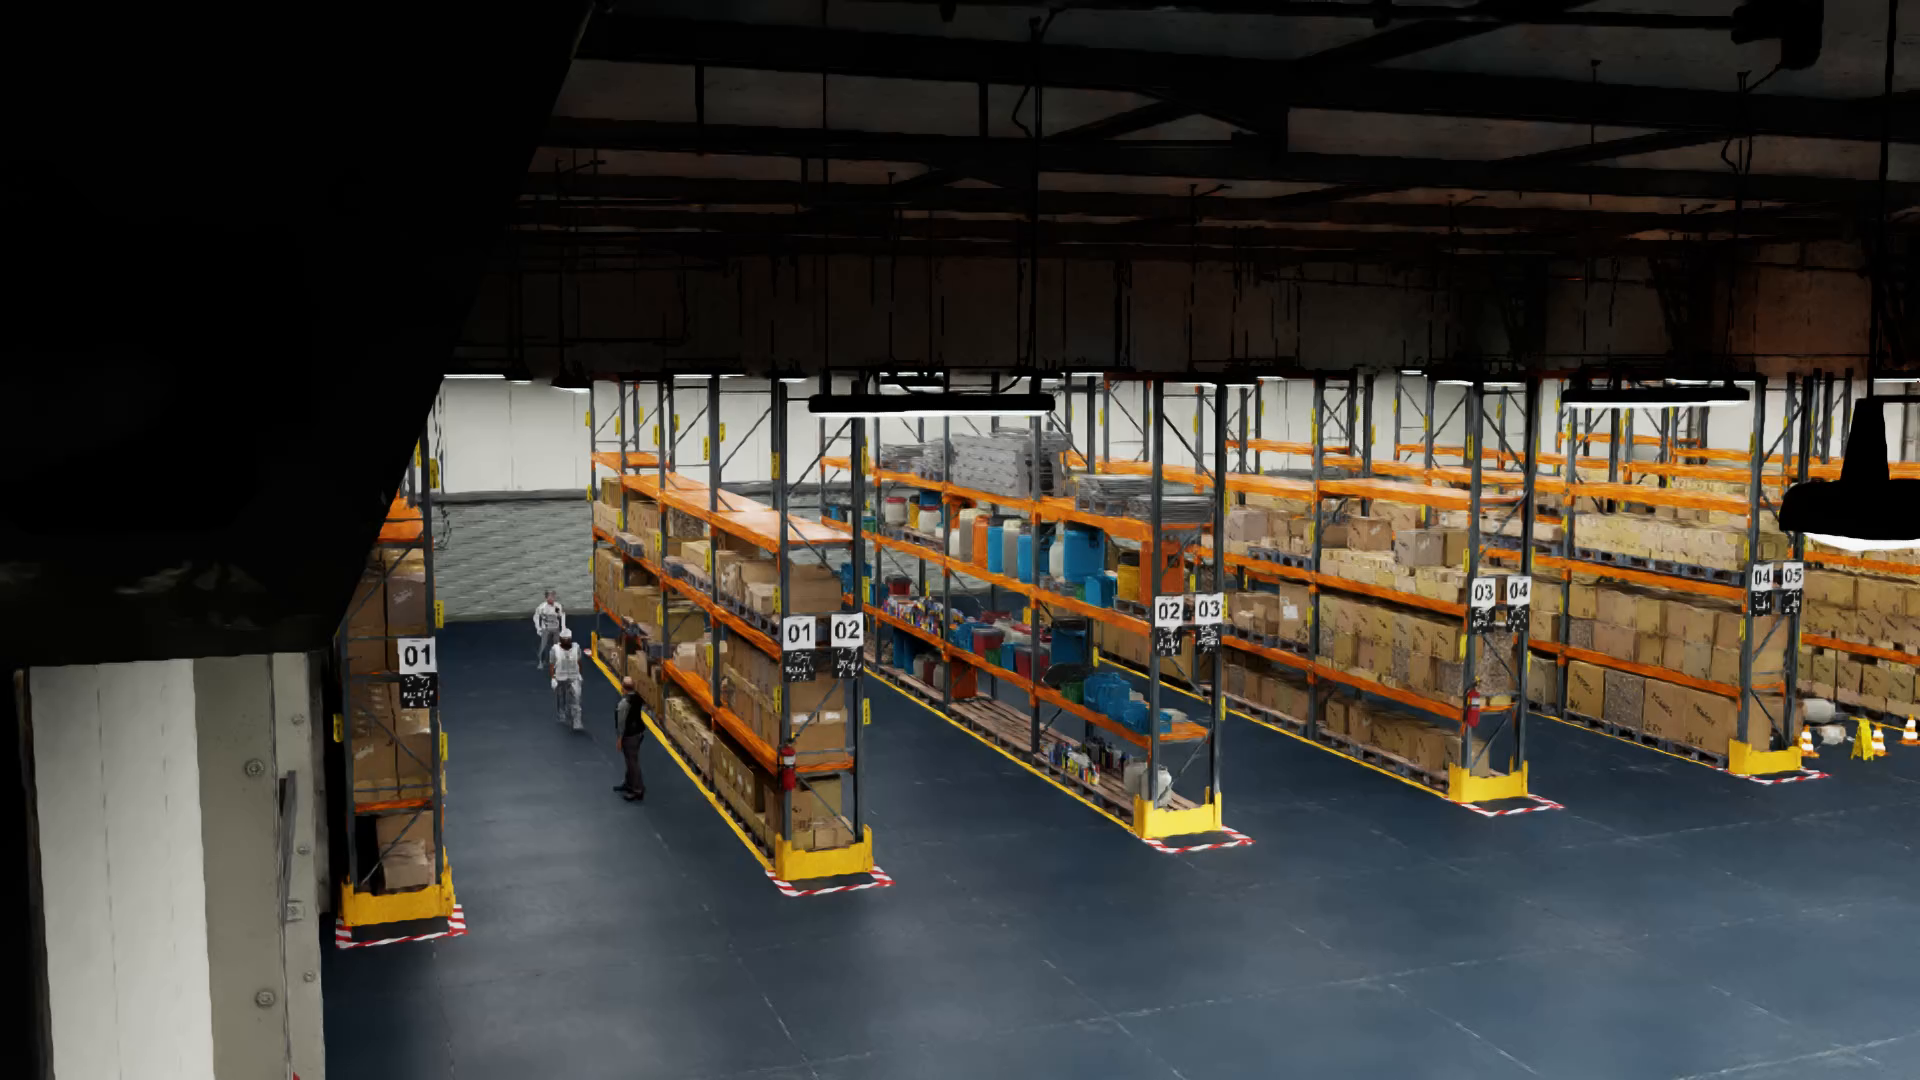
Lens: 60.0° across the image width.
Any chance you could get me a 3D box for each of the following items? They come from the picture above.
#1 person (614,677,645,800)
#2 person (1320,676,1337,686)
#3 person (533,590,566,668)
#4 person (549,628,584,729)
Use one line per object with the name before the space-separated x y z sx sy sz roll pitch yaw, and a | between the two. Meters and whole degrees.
person | -4.756 2.806 23.822 0.576 1.718 0.626 1 7 12
person | 6.769 2.166 30.125 0.446 1.591 1.110 -3 7 -23
person | -8.258 1.793 33.504 0.639 1.632 0.498 -3 7 -22
person | -6.675 2.327 28.207 0.566 1.704 1.122 -2 7 -18
